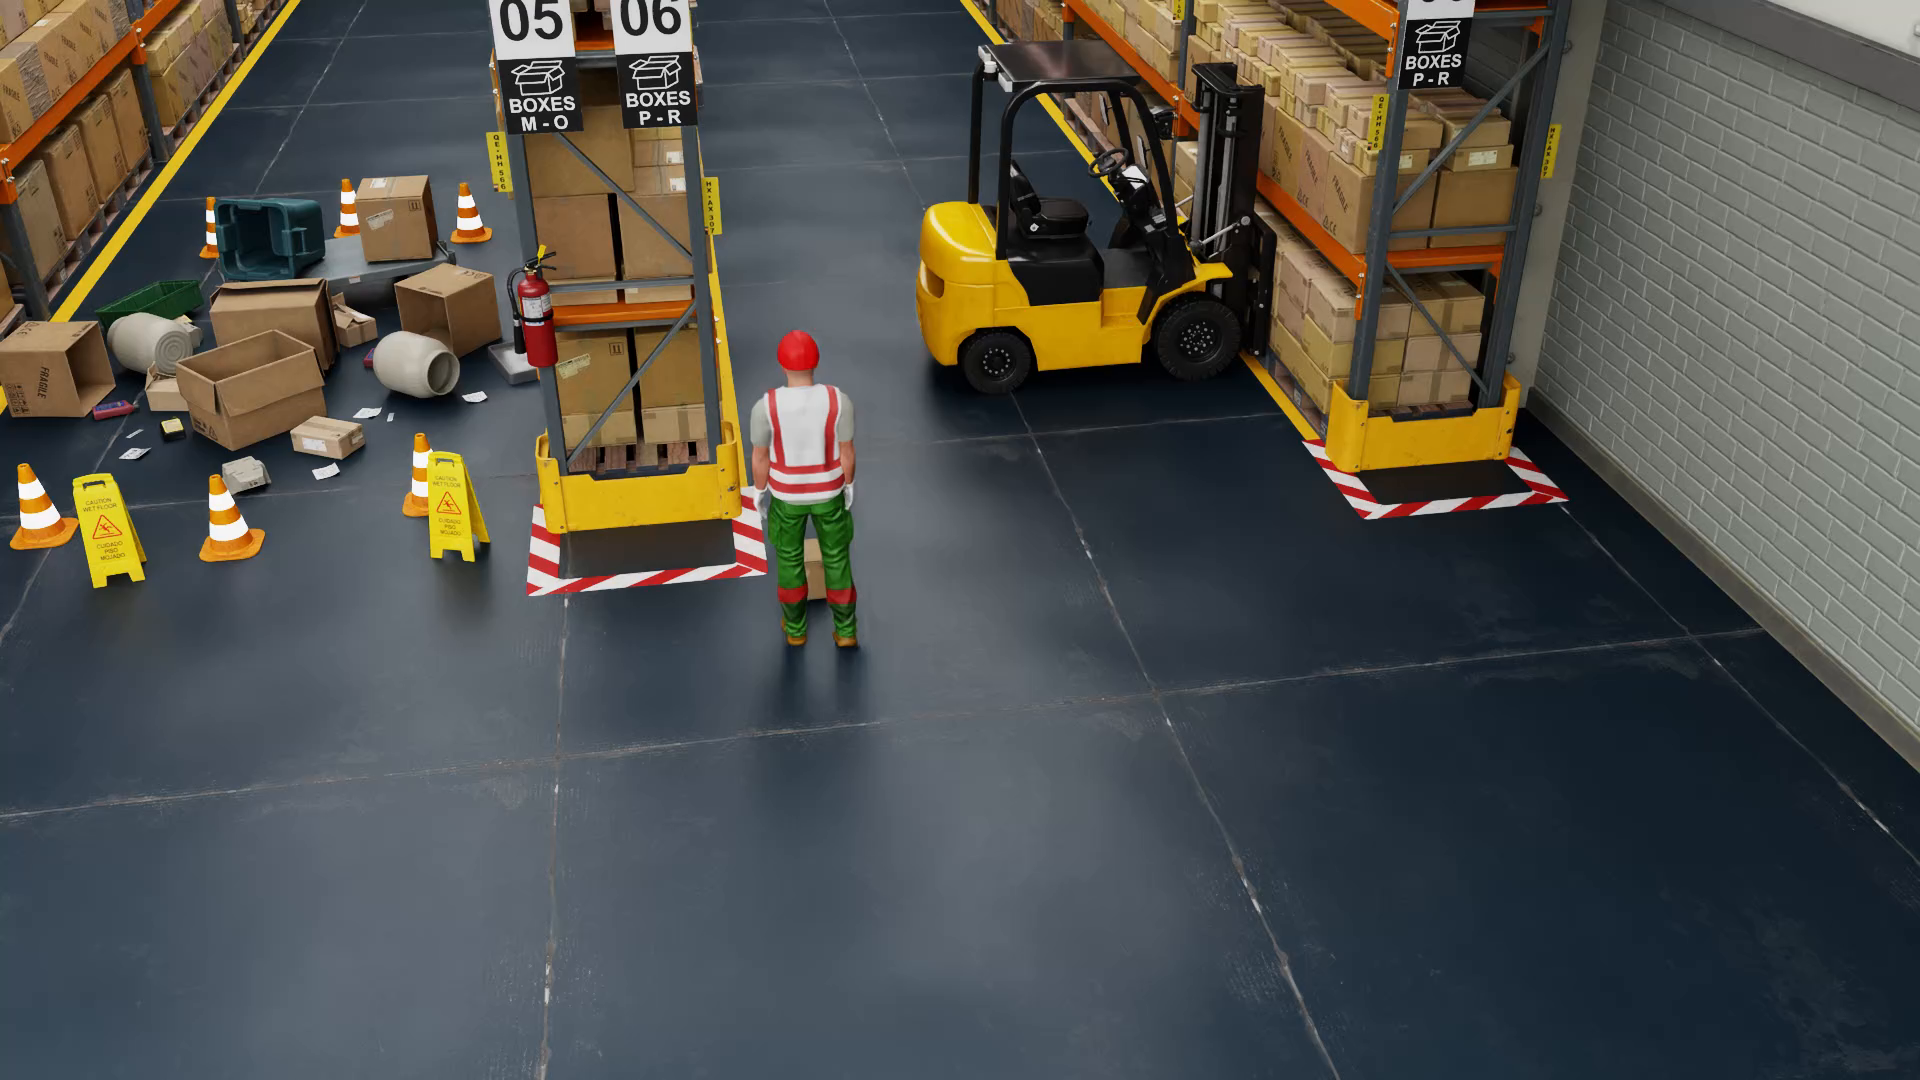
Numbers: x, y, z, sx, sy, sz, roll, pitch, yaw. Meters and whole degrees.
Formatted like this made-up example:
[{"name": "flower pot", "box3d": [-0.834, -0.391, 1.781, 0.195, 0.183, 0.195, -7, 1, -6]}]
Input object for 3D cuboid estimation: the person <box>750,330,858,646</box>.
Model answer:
[{"name": "person", "box3d": [-0.798, -0.237, 8.572, 0.530, 1.843, 0.384, -5, 31, -8]}]
